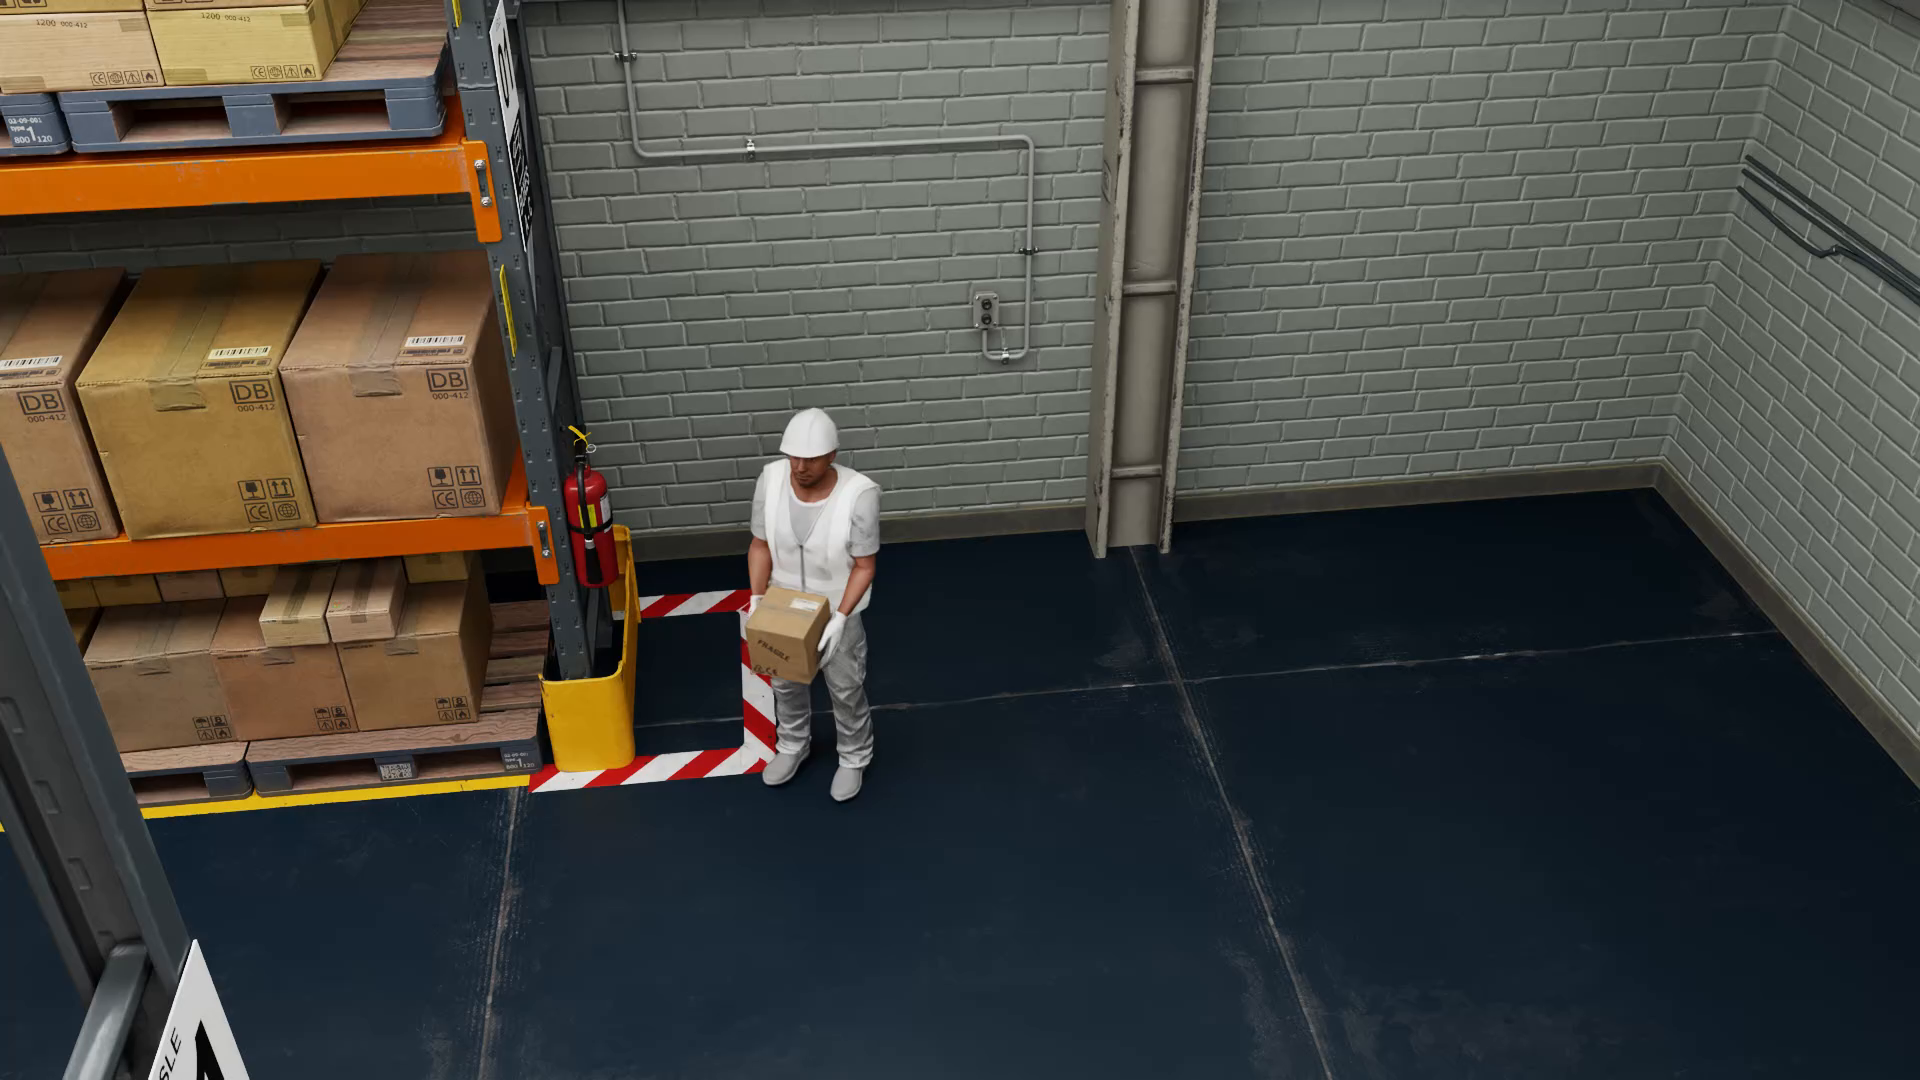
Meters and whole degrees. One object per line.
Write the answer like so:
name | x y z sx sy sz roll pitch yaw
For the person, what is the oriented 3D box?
person | -0.596 0.296 6.692 0.542 1.787 0.520 11 36 16
